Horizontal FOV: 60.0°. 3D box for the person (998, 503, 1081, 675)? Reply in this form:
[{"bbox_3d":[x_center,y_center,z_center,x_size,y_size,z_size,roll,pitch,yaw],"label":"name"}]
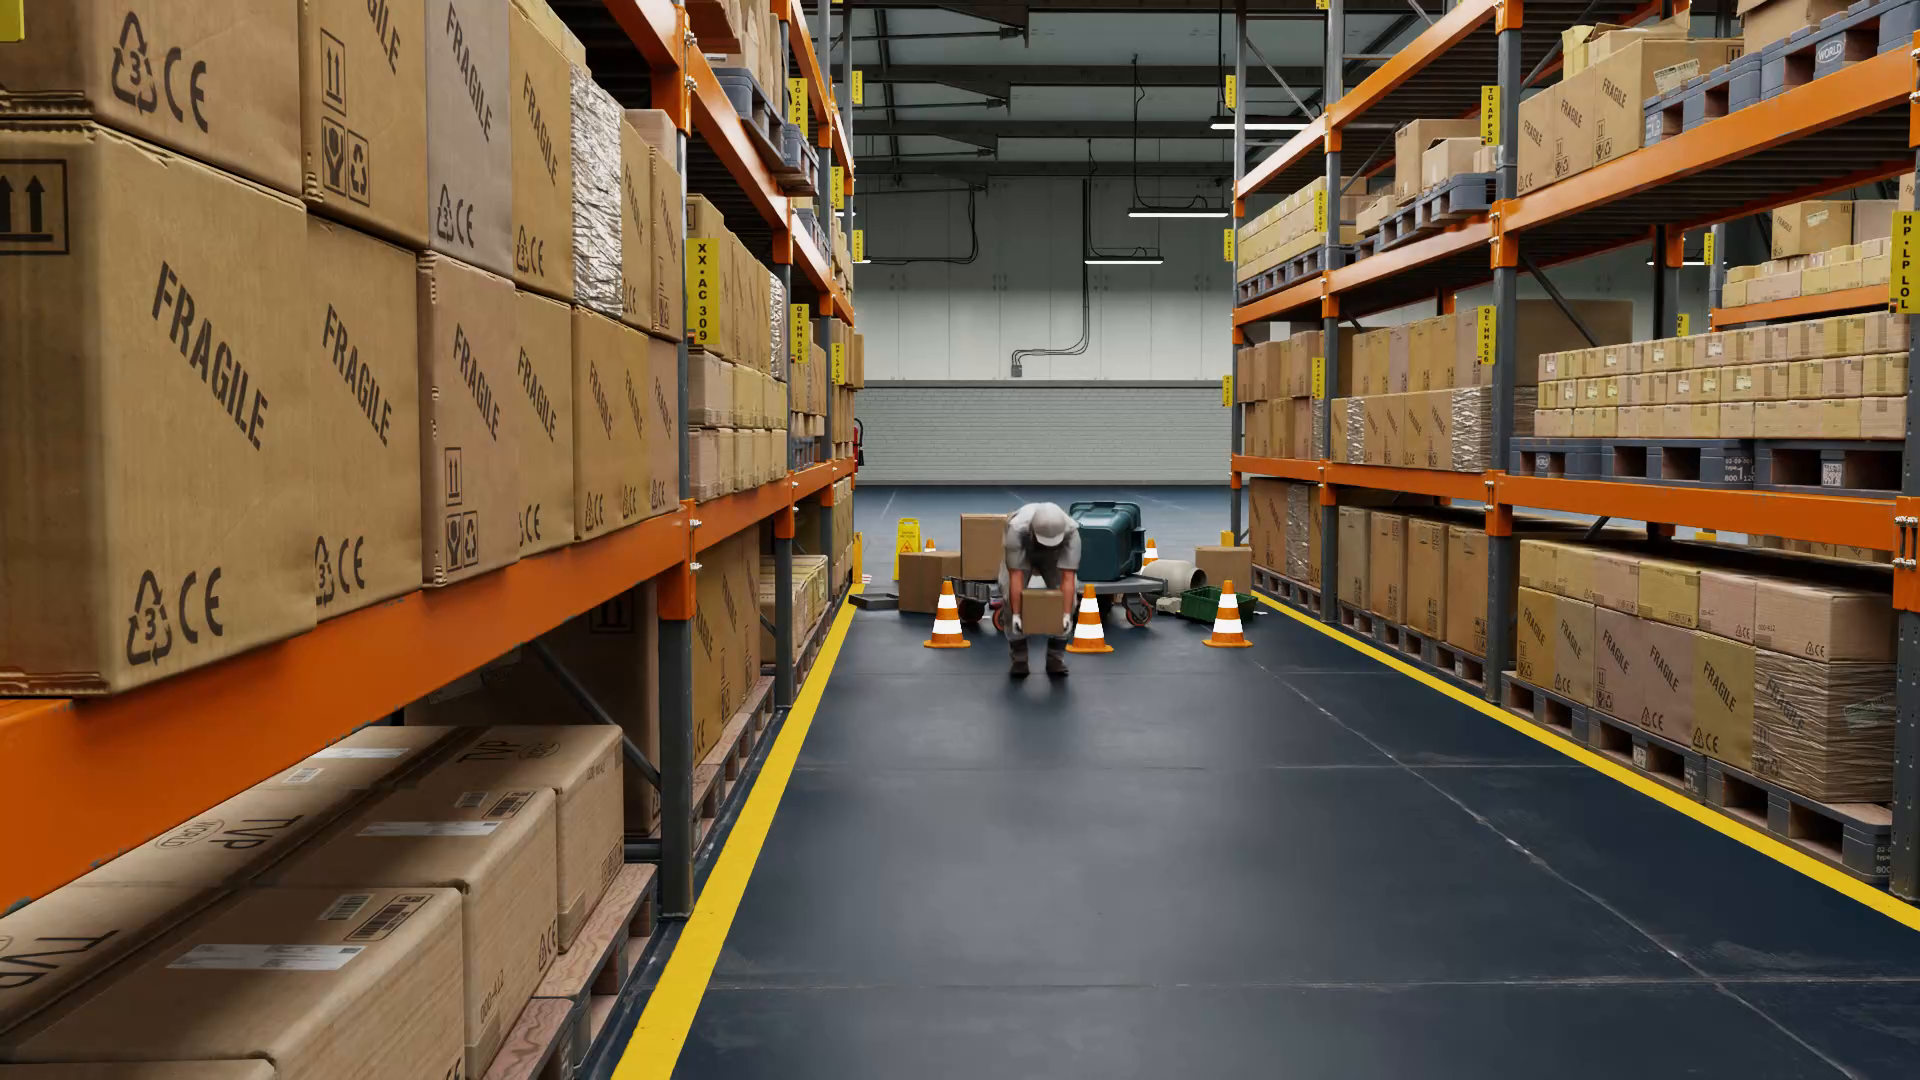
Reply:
[{"bbox_3d":[0.508,0.306,10.462,0.520,1.113,0.953,0,4,-4],"label":"person"}]
